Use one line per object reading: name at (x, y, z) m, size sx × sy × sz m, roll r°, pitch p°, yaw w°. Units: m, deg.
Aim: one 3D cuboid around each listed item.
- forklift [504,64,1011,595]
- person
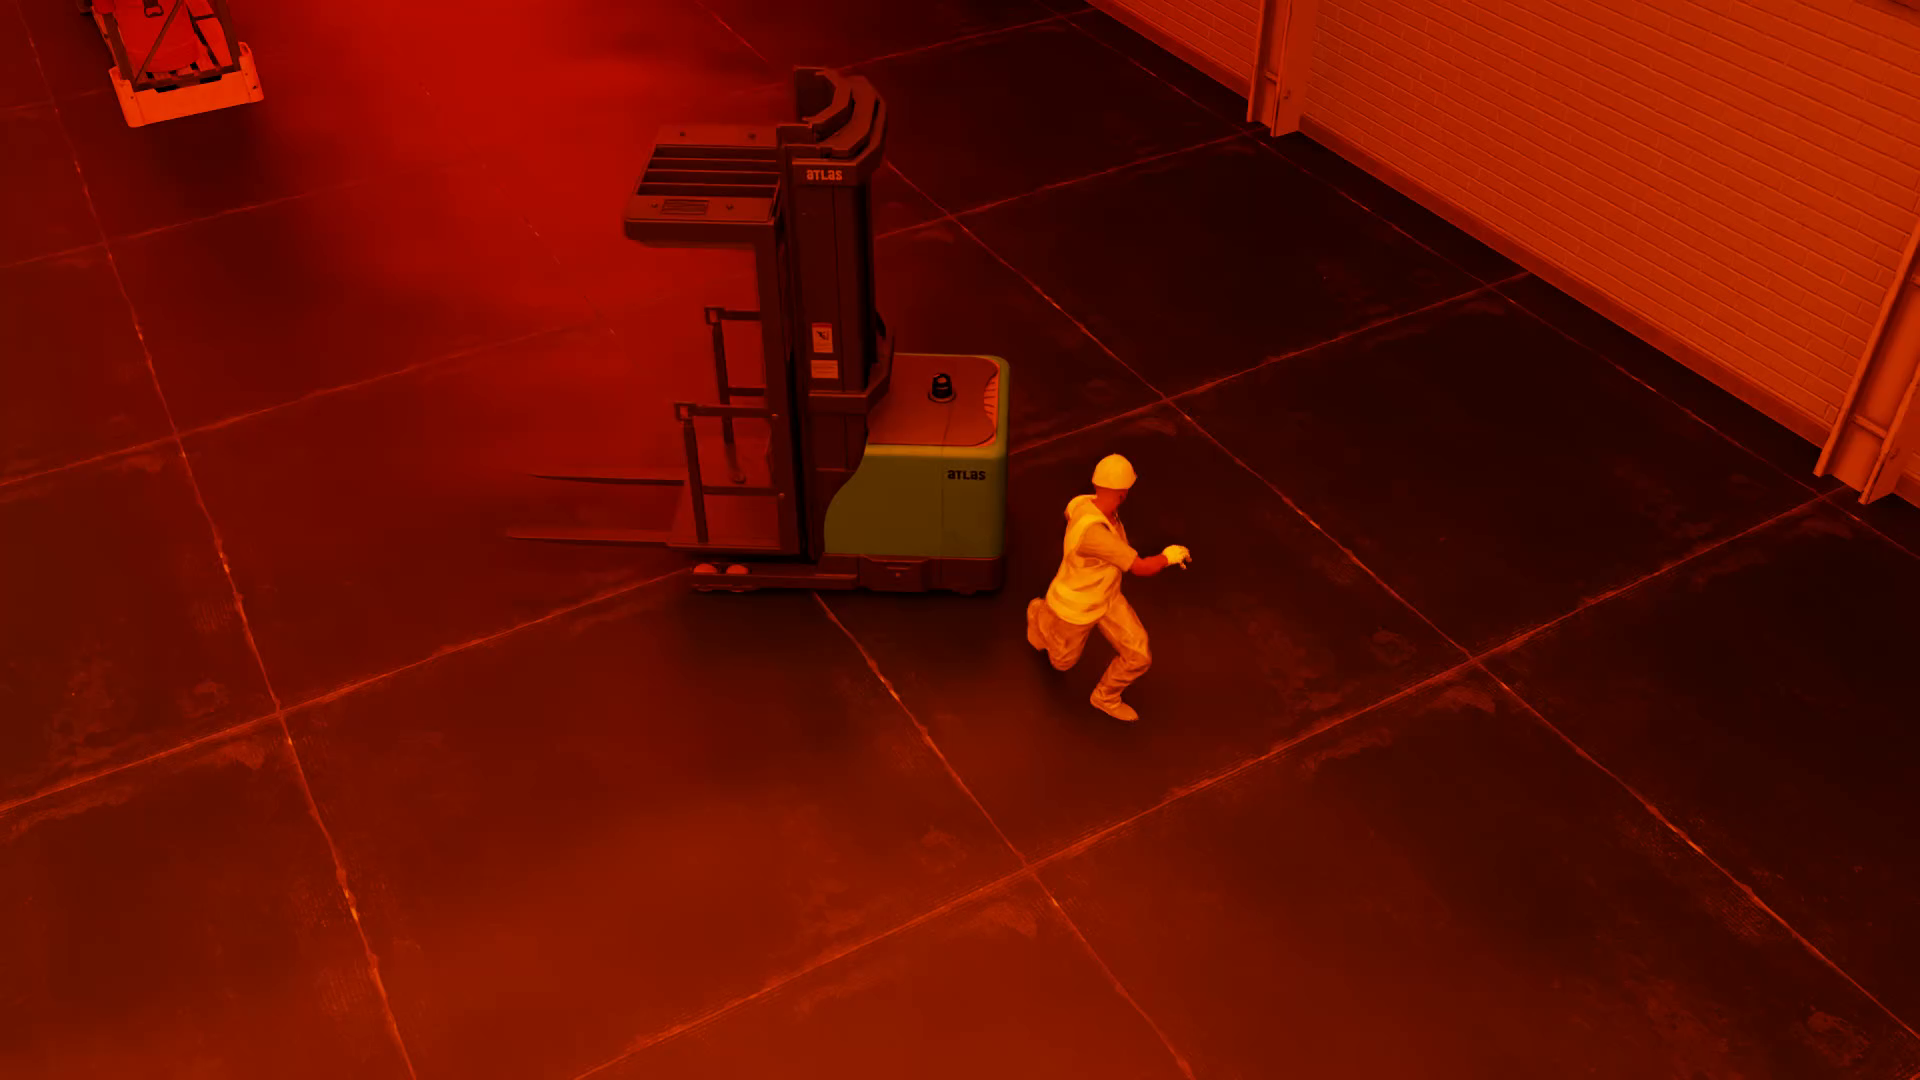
forklift at (-1.219, -1.150, 9.423) m, size 3.031 × 2.935 × 1.130 m, roll 2°, pitch 40°, yaw 2°
person at (0.748, 0.201, 8.944) m, size 0.892 × 1.539 × 0.698 m, roll 31°, pitch 49°, yaw 32°
